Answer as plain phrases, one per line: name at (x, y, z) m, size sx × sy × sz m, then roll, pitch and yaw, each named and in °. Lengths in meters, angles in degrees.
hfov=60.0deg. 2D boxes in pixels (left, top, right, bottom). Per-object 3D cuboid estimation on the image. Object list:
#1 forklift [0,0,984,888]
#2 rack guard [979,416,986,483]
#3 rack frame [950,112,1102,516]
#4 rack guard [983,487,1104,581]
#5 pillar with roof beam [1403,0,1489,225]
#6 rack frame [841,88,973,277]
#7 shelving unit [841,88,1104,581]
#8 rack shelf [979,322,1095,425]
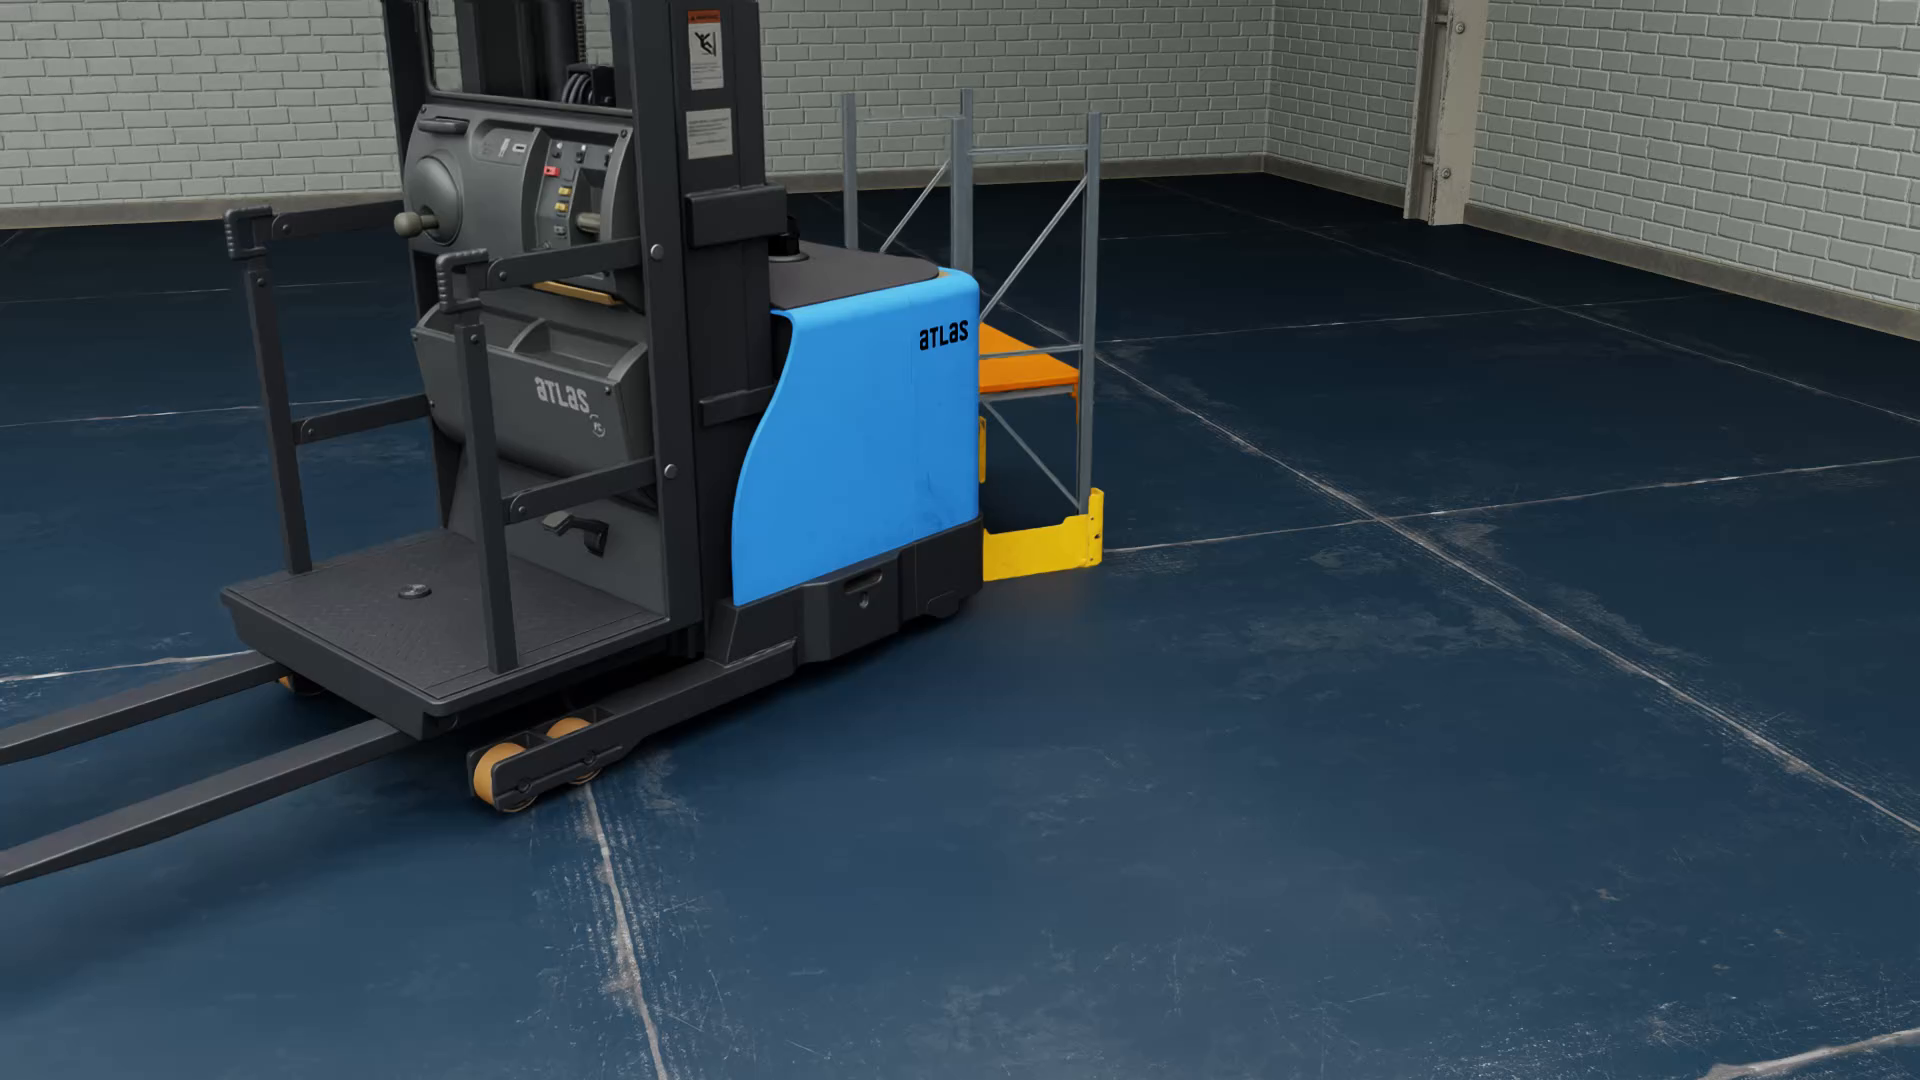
forklift at (-1.284, -0.907, 4.107) m, size 1.130 × 2.935 × 3.031 m, roll 17°, pitch 26°, yaw 39°
rack guard at (-0.180, -0.323, 6.447) m, size 0.587 × 0.250 × 0.087 m, roll -8°, pitch 21°, yaw -21°
rack frame at (0.206, -0.601, 5.370) m, size 0.500 × 1.500 × 0.032 m, roll -8°, pitch 21°, yaw -21°
rack guard at (0.206, -0.013, 5.583) m, size 0.587 × 0.250 × 0.087 m, roll -8°, pitch 21°, yaw -21°
pillar with roof beam at (-0.457, -6.223, 9.929) m, size 9.100 × 9.000 × 0.400 m, roll -6°, pitch 21°, yaw -17°
rack frame at (-0.187, -0.918, 6.252) m, size 0.500 × 1.500 × 0.032 m, roll -8°, pitch 21°, yaw -21°
shelving unit at (0.013, -0.756, 5.803) m, size 0.587 × 1.500 × 1.083 m, roll -8°, pitch 21°, yaw -21°
rack shelf at (0.010, -0.590, 5.872) m, size 0.538 × 0.185 × 1.000 m, roll -8°, pitch 21°, yaw -21°
